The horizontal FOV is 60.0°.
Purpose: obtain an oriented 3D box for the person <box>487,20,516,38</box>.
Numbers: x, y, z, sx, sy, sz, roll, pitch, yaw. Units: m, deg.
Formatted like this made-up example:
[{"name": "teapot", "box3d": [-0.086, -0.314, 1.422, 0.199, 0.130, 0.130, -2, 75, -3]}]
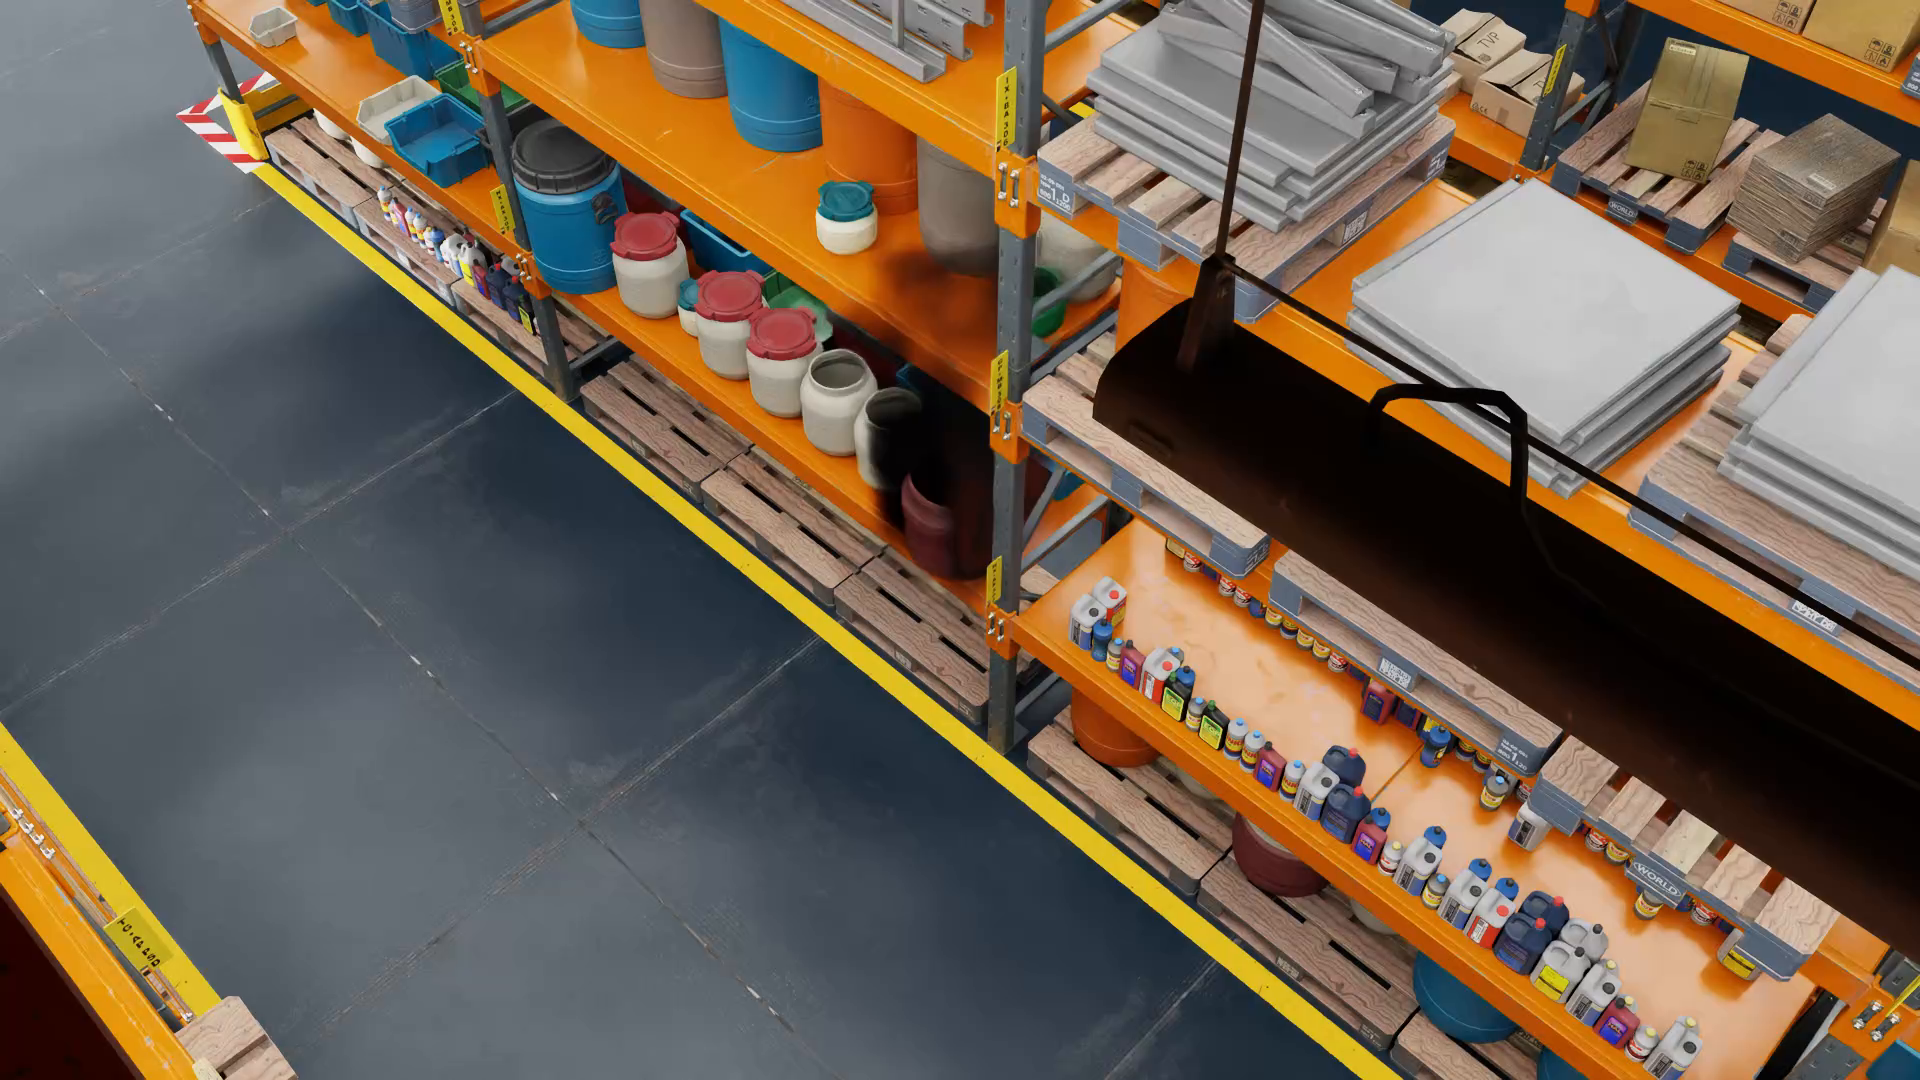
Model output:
[{"name": "person", "box3d": [-3.514, -4.204, 12.799, 0.778, 1.743, 0.698, 19, 53, 15]}]
